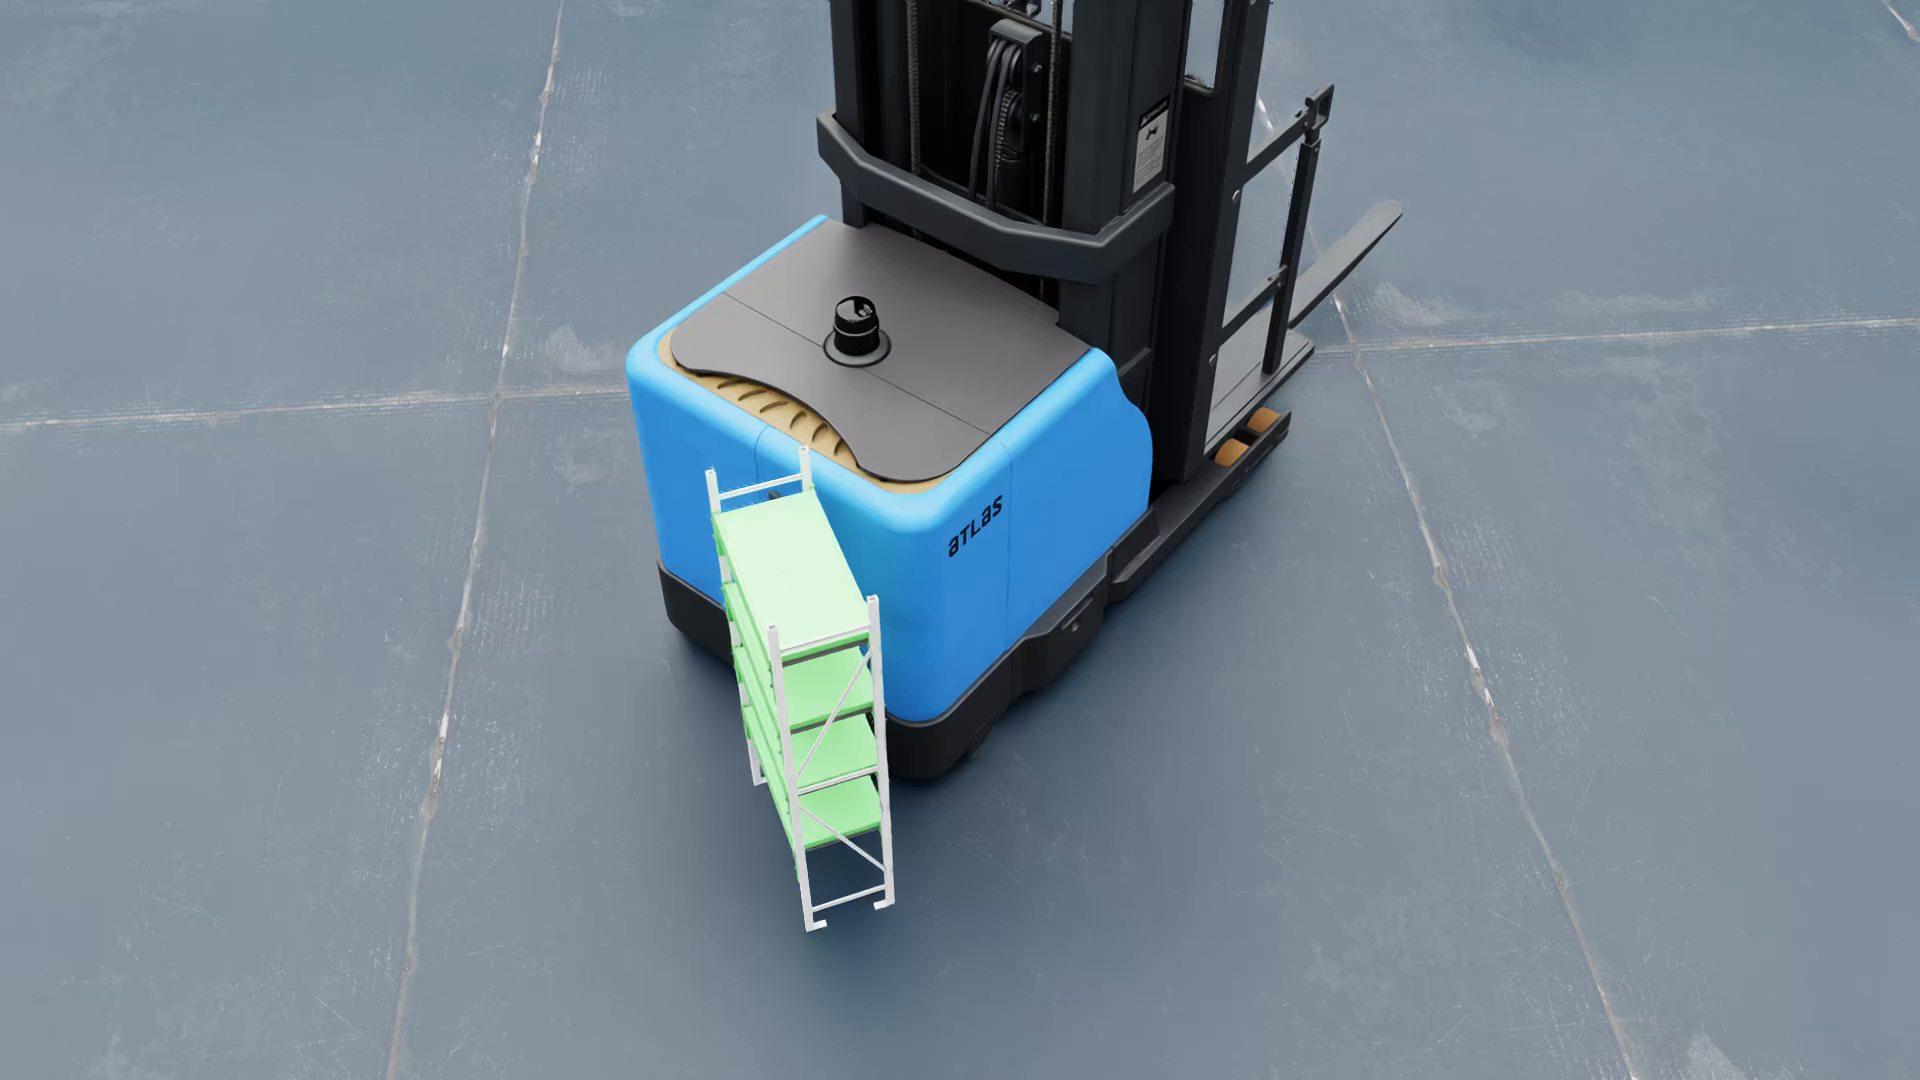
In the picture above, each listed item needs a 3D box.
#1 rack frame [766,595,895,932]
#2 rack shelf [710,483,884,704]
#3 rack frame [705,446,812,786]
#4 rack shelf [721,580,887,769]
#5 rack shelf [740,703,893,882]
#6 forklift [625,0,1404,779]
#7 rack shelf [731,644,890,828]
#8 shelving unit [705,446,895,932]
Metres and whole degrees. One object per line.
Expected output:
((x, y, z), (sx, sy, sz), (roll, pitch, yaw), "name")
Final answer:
((-0.286, 0.563, 3.890), (0.240, 1.200, 0.015), (-15, 48, -14), "rack frame")
((-0.372, 0.112, 3.745), (0.258, 0.148, 0.480), (-15, 48, -14), "rack shelf")
((-0.459, 0.232, 4.204), (0.240, 1.200, 0.015), (-15, 48, -14), "rack frame")
((-0.372, 0.277, 3.919), (0.258, 0.148, 0.480), (-15, 48, -14), "rack shelf")
((-0.372, 0.607, 4.268), (0.258, 0.148, 0.480), (-15, 48, -14), "rack shelf")
((0.433, -1.372, 4.531), (1.130, 2.935, 3.031), (30, 53, 25), "forklift")
((-0.372, 0.442, 4.093), (0.258, 0.148, 0.480), (-15, 48, -14), "rack shelf")
((-0.372, 0.398, 4.047), (0.258, 1.200, 0.503), (-15, 48, -14), "shelving unit")
